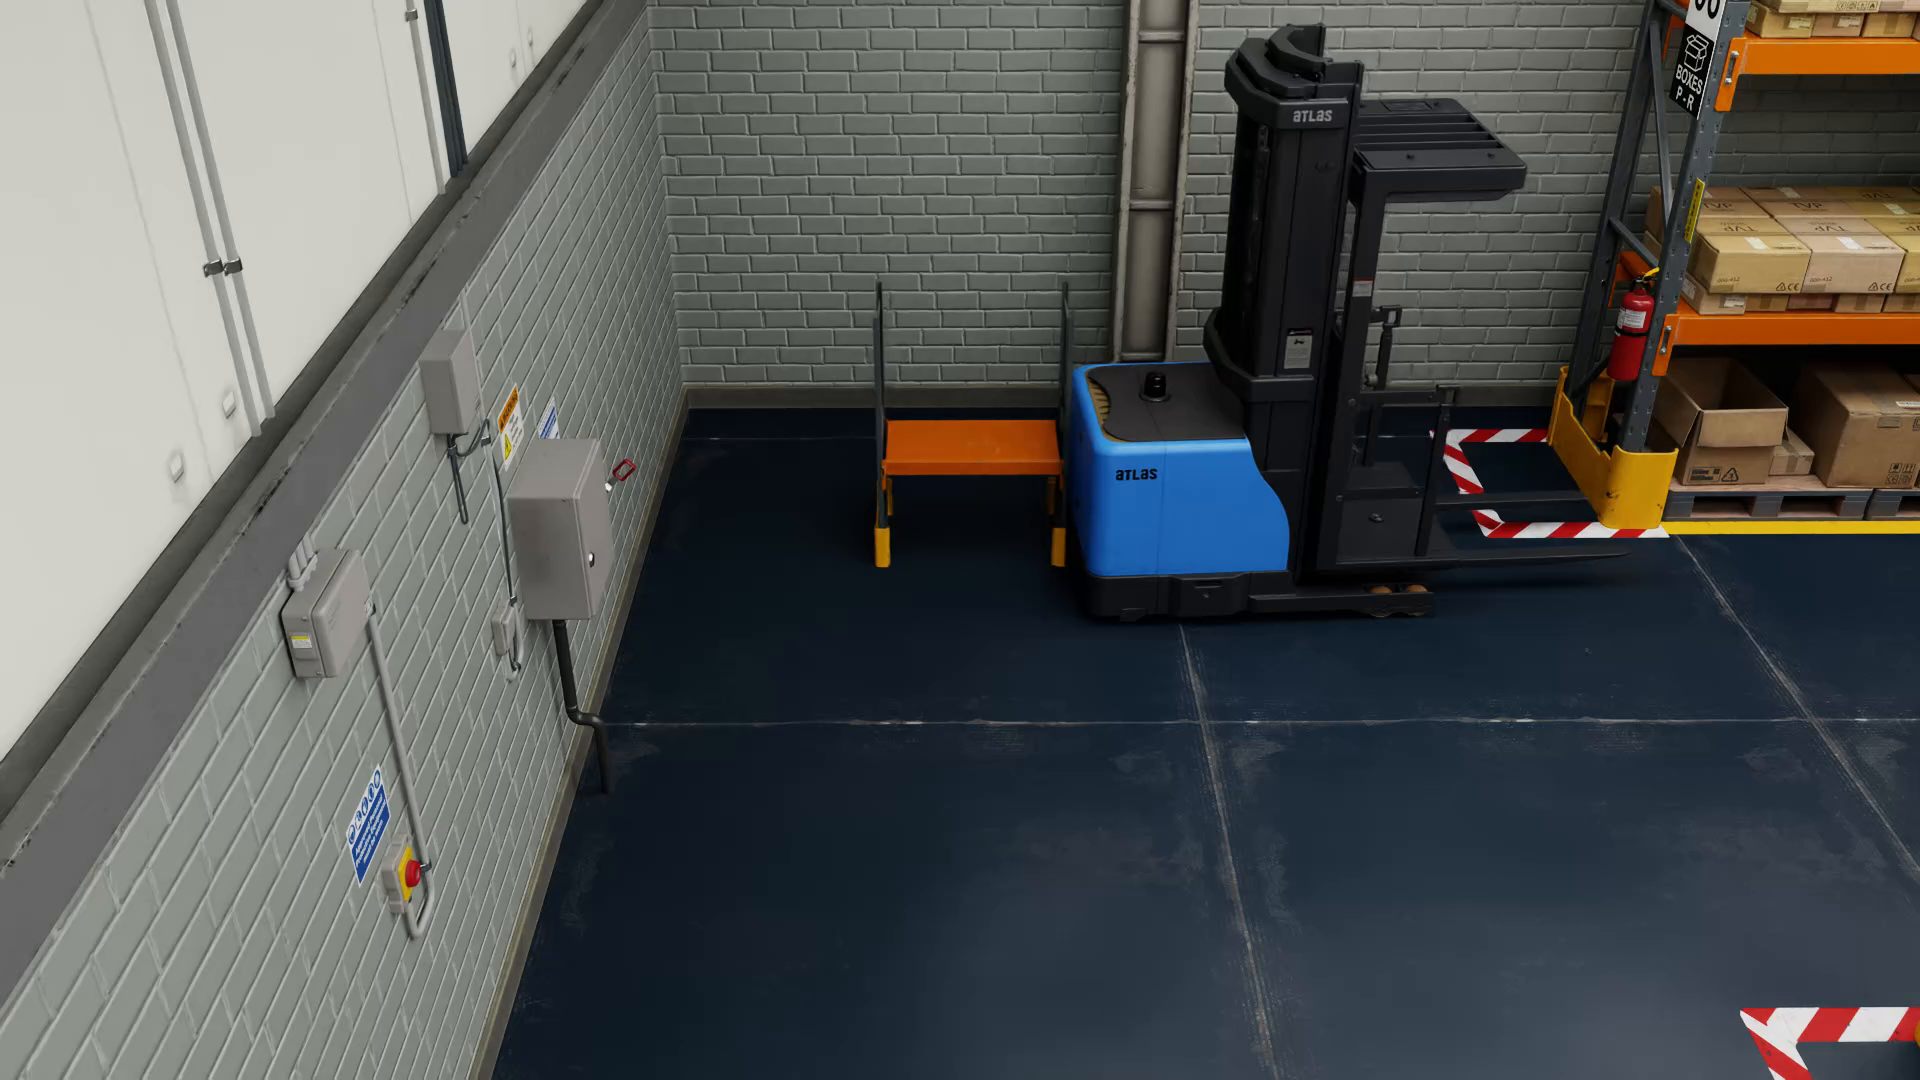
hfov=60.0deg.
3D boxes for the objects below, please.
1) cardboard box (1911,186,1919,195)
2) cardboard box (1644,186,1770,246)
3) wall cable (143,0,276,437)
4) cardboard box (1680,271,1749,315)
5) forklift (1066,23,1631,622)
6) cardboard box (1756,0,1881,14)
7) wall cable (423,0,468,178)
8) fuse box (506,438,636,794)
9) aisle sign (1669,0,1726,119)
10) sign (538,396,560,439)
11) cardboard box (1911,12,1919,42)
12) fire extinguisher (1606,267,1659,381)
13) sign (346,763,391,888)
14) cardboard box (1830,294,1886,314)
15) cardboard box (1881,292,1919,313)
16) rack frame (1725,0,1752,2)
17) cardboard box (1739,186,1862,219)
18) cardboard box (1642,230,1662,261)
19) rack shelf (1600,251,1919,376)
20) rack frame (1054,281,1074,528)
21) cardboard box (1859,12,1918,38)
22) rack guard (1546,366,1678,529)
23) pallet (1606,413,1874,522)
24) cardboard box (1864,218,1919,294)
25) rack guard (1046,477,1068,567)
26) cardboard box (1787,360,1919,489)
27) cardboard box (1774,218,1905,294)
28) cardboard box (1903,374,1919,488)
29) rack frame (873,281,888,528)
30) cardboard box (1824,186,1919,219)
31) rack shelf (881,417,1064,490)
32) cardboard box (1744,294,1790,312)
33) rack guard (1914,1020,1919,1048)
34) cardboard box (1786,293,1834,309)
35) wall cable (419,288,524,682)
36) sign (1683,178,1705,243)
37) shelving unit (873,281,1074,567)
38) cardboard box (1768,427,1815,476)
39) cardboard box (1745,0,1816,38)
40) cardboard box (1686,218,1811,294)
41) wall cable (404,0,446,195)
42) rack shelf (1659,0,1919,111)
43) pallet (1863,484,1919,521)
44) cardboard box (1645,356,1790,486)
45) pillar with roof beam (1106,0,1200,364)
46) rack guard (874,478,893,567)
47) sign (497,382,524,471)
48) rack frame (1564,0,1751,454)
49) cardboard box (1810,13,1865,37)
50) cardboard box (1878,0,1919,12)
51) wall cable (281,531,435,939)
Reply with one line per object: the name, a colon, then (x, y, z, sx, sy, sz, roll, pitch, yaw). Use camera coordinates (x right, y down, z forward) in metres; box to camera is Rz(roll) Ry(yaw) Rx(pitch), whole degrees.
cardboard box: (5.860, -1.852, 9.658, 0.500, 0.250, 0.500, 0, 31, 0)
cardboard box: (4.326, -1.851, 9.656, 0.500, 0.250, 0.500, 1, 31, 1)
wall cable: (-1.785, -1.475, 3.395, 0.029, 3.000, 0.463, 0, 31, 0)
cardboard box: (4.198, -1.400, 9.297, 0.250, 0.149, 0.380, 0, 31, -1)
forklift: (2.139, -1.109, 8.641, 3.031, 2.935, 1.130, -2, 31, -3)
cardboard box: (4.313, -2.854, 8.417, 0.500, 0.250, 0.500, -1, 31, -1)
wall cable: (-1.766, -3.326, 6.410, 0.133, 3.039, 2.988, 0, 31, 0)
fuse box: (-1.604, 0.417, 7.303, 0.414, 1.711, 0.539, 0, 31, 0)
aisle sign: (3.801, -2.607, 8.539, 0.004, 0.787, 0.394, 0, 31, 0)
sign: (-1.814, -0.349, 7.414, 0.001, 0.494, 0.329, 0, 31, 0)
cardboard box: (4.956, -2.658, 8.478, 0.250, 0.149, 0.380, 0, 31, 1)
fire extinguisher: (3.723, -1.216, 9.185, 0.183, 0.674, 0.296, 0, 31, 0)
sign: (-1.798, 0.866, 5.060, 0.001, 0.218, 0.327, 0, 31, 0)
cardboard box: (4.968, -1.413, 9.318, 0.250, 0.149, 0.380, 1, 31, 1)
cardboard box: (5.233, -1.416, 9.324, 0.250, 0.149, 0.380, 0, 31, 0)
rack frame: (3.868, -4.213, 7.908, 0.127, 3.000, 1.000, 0, 31, 0)
cardboard box: (4.842, -1.852, 9.657, 0.500, 0.250, 0.500, 0, 31, 0)
cardboard box: (4.198, -1.681, 9.761, 0.250, 0.149, 0.380, -1, 31, -1)
rack shelf: (5.868, -1.347, 9.661, 4.000, 0.370, 1.077, 0, 31, 0)
rack frame: (0.576, -0.643, 9.253, 0.032, 1.500, 0.500, 0, 31, 0)
cardboard box: (4.707, -2.710, 8.565, 0.250, 0.149, 0.380, 0, 31, 0)
rack guard: (3.944, -0.580, 10.113, 0.348, 0.500, 1.175, 0, 31, 0)
pallet: (4.741, -0.459, 10.193, 1.213, 0.211, 1.003, 0, 31, 0)
cardboard box: (5.334, -1.578, 9.206, 0.500, 0.250, 0.500, -1, 31, -1)
rack guard: (0.556, -0.109, 9.577, 0.087, 0.250, 0.587, 0, 31, 0)
cardboard box: (5.335, -0.695, 9.897, 0.500, 0.500, 0.700, 1, 31, 2)
cardboard box: (4.827, -1.575, 9.201, 0.500, 0.250, 0.500, 0, 31, 0)
cardboard box: (5.864, -0.644, 9.814, 0.500, 0.500, 0.500, 0, 31, 1)
rack frame: (-0.440, -0.640, 9.245, 0.032, 1.500, 0.500, 0, 31, 0)
cardboard box: (5.337, -1.851, 9.656, 0.500, 0.250, 0.500, 1, 31, 1)
rack shelf: (0.068, -0.488, 9.342, 1.000, 0.185, 0.538, 0, 31, 0)
cardboard box: (4.452, -1.425, 9.338, 0.250, 0.149, 0.380, 1, 31, 1)
rack guard: (3.877, 1.995, 5.869, 0.348, 0.500, 1.175, 0, 31, 0)
cardboard box: (4.715, -1.444, 9.369, 0.250, 0.149, 0.380, -1, 31, -1)
wall cable: (-1.757, -0.214, 6.121, 0.122, 1.984, 0.588, 0, 31, 0)
sign: (3.871, -1.737, 8.776, 0.005, 0.325, 0.100, 0, 31, 0)
shelving unit: (0.059, -0.641, 9.249, 1.083, 1.500, 0.587, 0, 31, 0)
cardboard box: (4.905, -0.543, 9.986, 0.250, 0.149, 0.380, -1, 31, -2)
cardboard box: (4.188, -2.704, 8.554, 0.250, 0.149, 0.380, 0, 31, 1)
cardboard box: (4.323, -1.573, 9.198, 0.500, 0.250, 0.500, 0, 31, 0)
wall cable: (-1.787, -1.865, 4.038, 0.029, 3.000, 2.355, 0, 31, 0)
rack shelf: (5.868, -2.630, 8.883, 4.000, 0.370, 1.077, 0, 31, 0)
pallet: (5.958, -0.462, 10.197, 1.213, 0.211, 1.003, 0, 31, 0)
cardboard box: (4.480, -0.714, 9.925, 0.637, 0.503, 0.797, -1, 31, -2)
pillar with roof beam: (1.192, -2.439, 4.985, 0.400, 9.000, 9.100, 0, 31, 0)
rack guard: (-0.440, -0.105, 9.569, 0.087, 0.250, 0.587, 0, 31, 0)
sign: (-1.811, -0.458, 6.706, 0.001, 0.242, 0.339, 0, 31, 0)
rack frame: (3.868, -1.649, 9.464, 0.127, 3.000, 1.000, 0, 31, 0)
cardboard box: (4.450, -2.718, 8.578, 0.250, 0.149, 0.380, 0, 31, 1)
cardboard box: (4.821, -2.866, 8.437, 0.500, 0.250, 0.500, 0, 31, 1)
wall cable: (-1.737, 0.508, 4.900, 0.123, 1.953, 0.585, 0, 31, 0)
